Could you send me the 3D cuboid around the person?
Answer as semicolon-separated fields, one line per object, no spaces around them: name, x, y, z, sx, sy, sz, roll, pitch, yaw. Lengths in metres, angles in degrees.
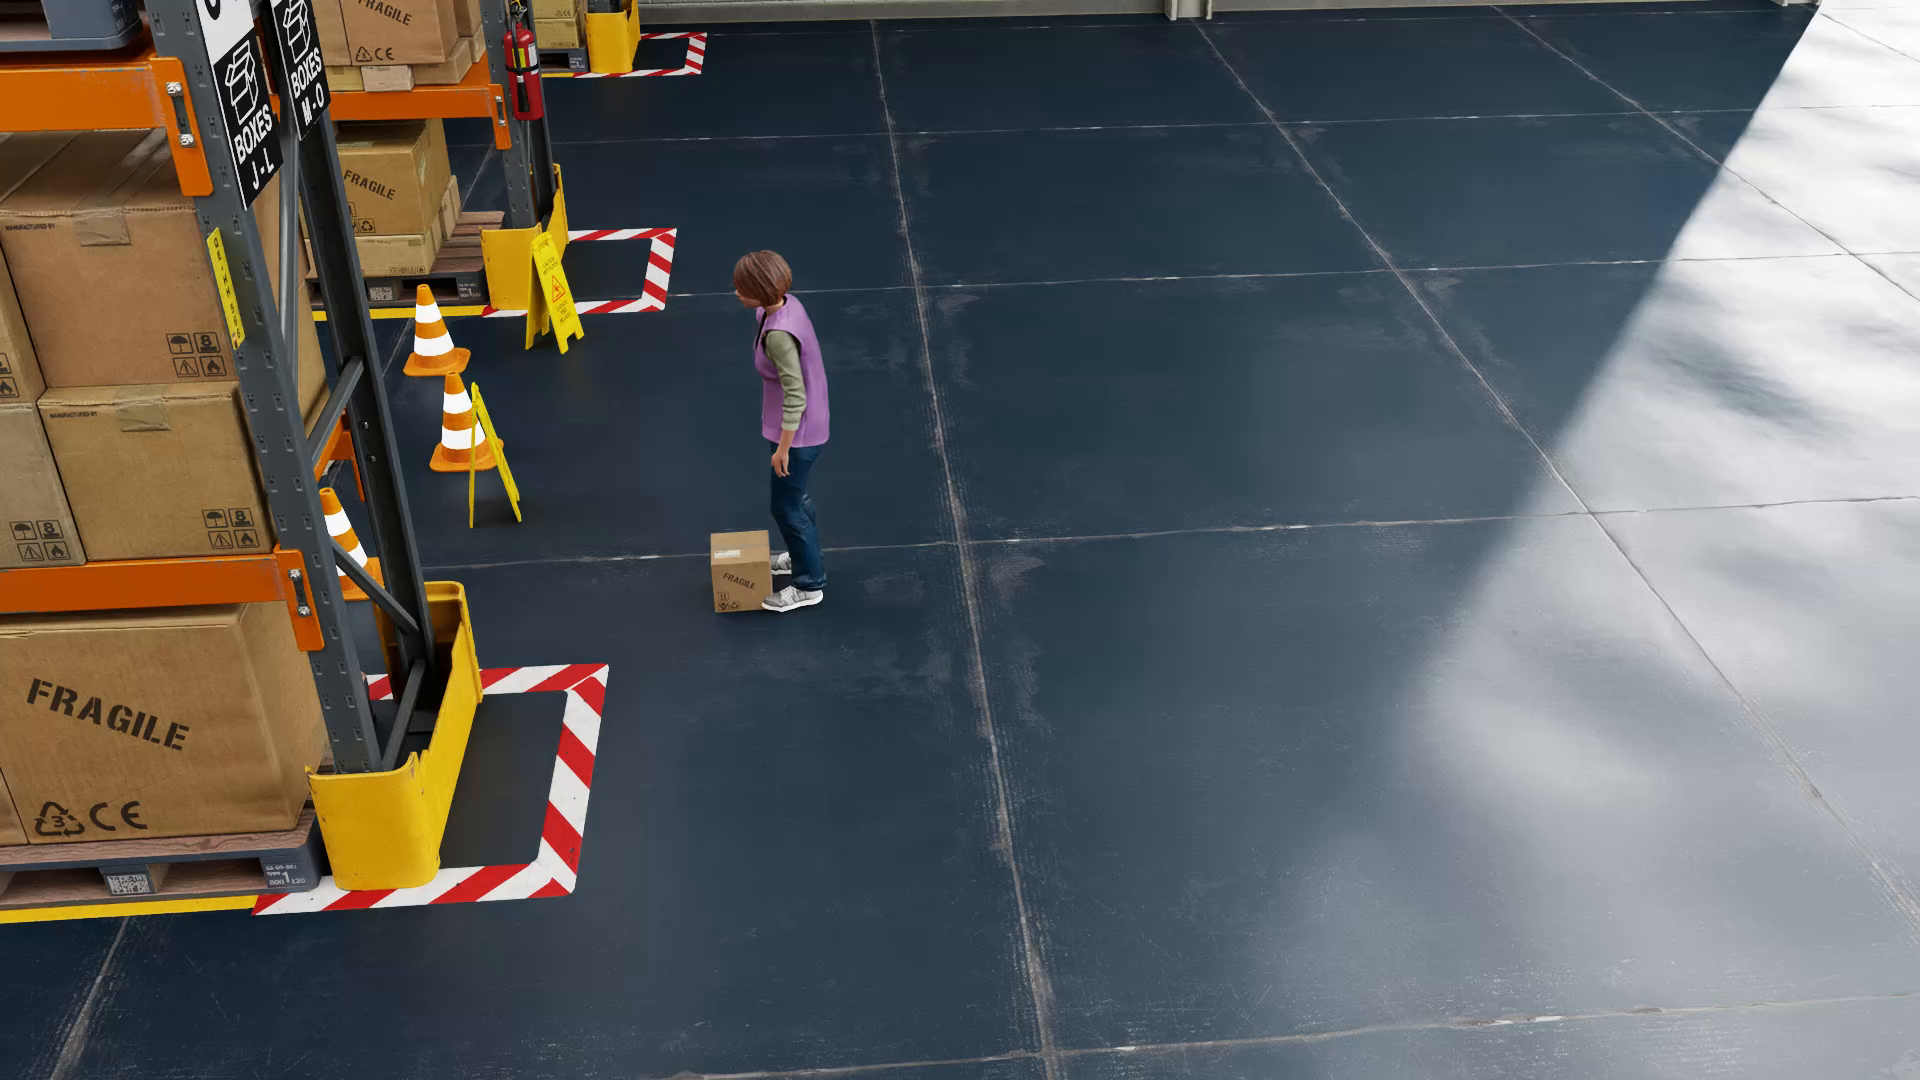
person;-0.713;-0.447;6.883;0.347;1.581;0.476;-4;32;-6
